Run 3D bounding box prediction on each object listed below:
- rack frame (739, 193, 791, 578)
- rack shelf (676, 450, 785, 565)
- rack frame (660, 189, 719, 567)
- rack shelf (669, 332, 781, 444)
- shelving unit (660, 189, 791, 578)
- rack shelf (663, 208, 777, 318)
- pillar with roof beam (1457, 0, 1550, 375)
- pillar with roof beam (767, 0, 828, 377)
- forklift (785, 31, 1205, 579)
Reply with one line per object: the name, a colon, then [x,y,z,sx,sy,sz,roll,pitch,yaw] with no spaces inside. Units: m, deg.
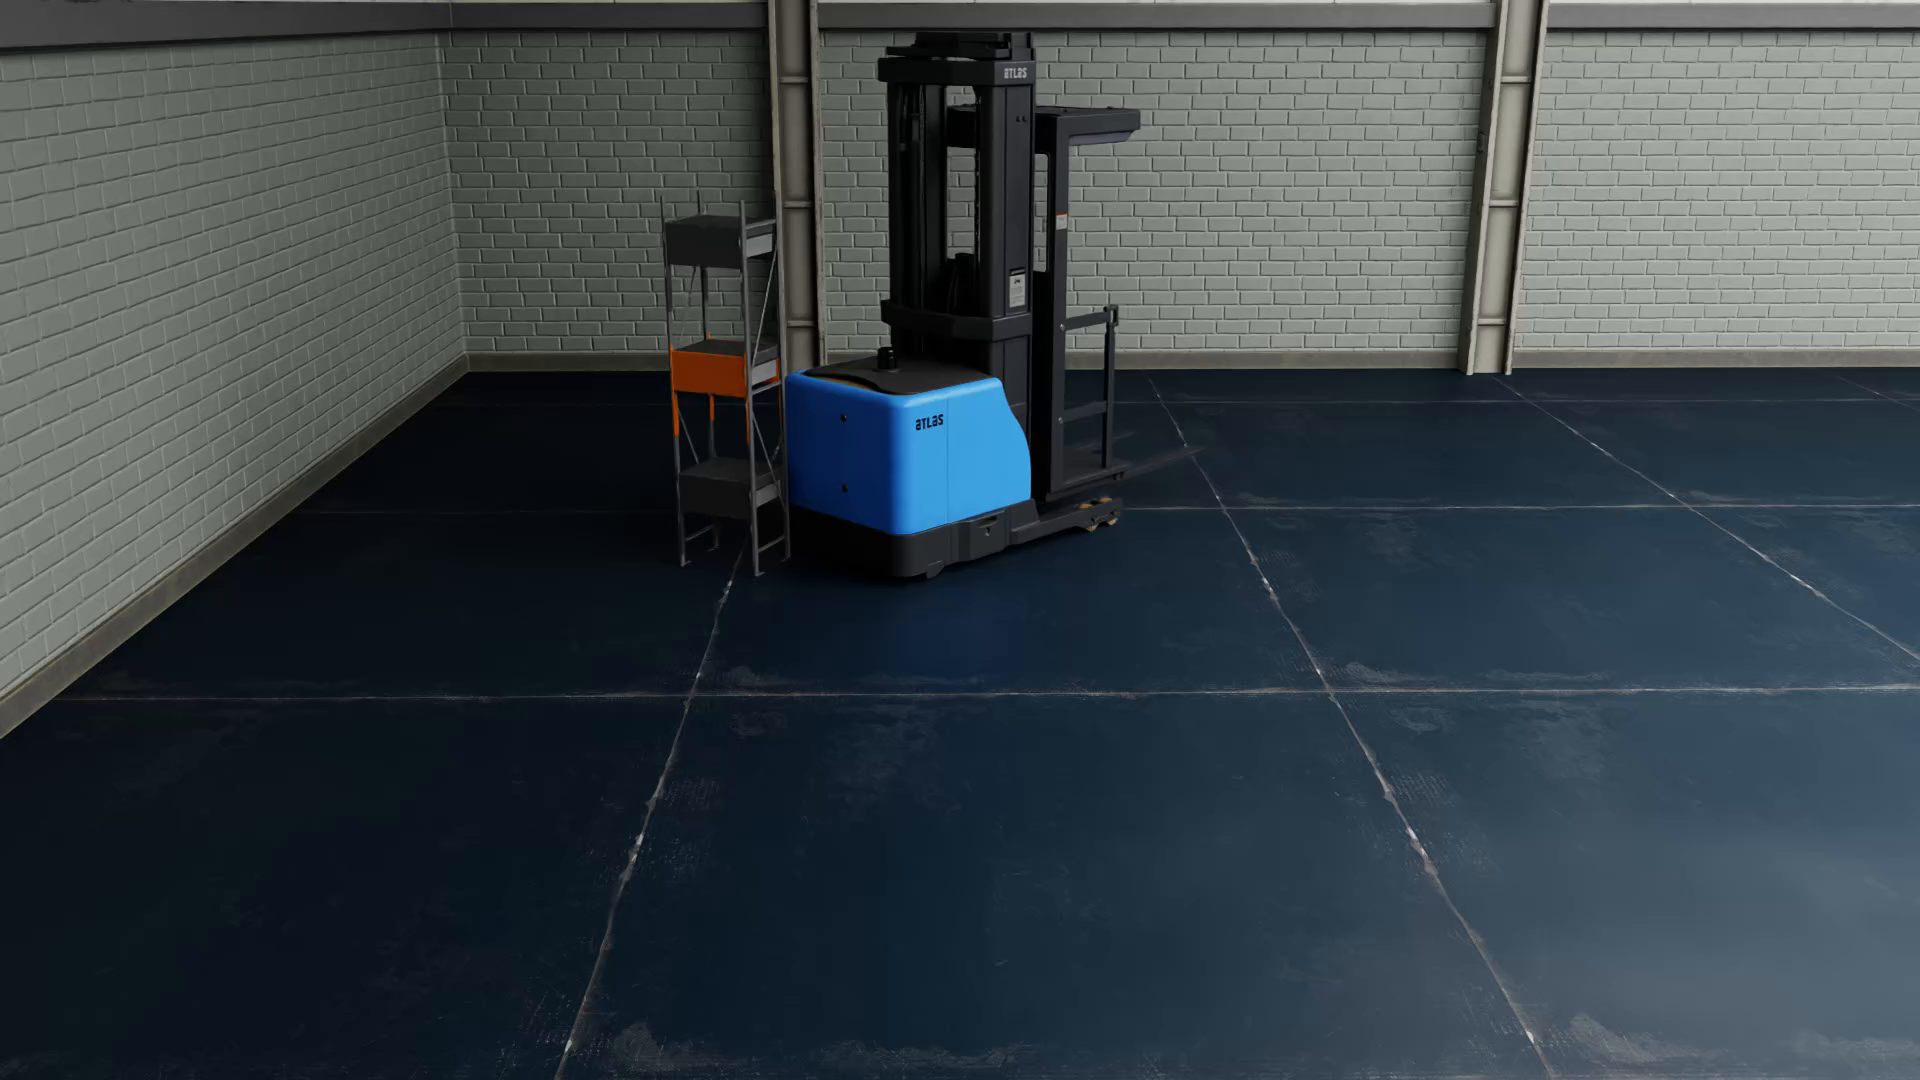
rack frame: [-1.076,-0.841,9.233,0.015,2.100,0.400,8,19,22]
rack shelf: [-1.300,-0.192,9.544,0.480,0.518,0.431,8,19,22]
rack frame: [-1.524,-0.901,9.418,0.015,2.100,0.400,8,19,22]
rack shelf: [-1.300,-0.858,9.330,0.480,0.518,0.431,8,19,22]
shelving unit: [-1.300,-0.871,9.326,0.503,2.100,0.431,8,19,22]
rack shelf: [-1.300,-1.525,9.116,0.480,0.518,0.431,8,19,22]
pillar with roof beam: [4.697,-4.465,9.234,0.400,9.000,9.100,0,18,-1]
pillar with roof beam: [-1.302,-4.436,9.144,0.400,9.000,9.100,0,18,-1]
forklift: [0.367,-1.550,10.081,1.130,2.935,3.031,17,24,42]
